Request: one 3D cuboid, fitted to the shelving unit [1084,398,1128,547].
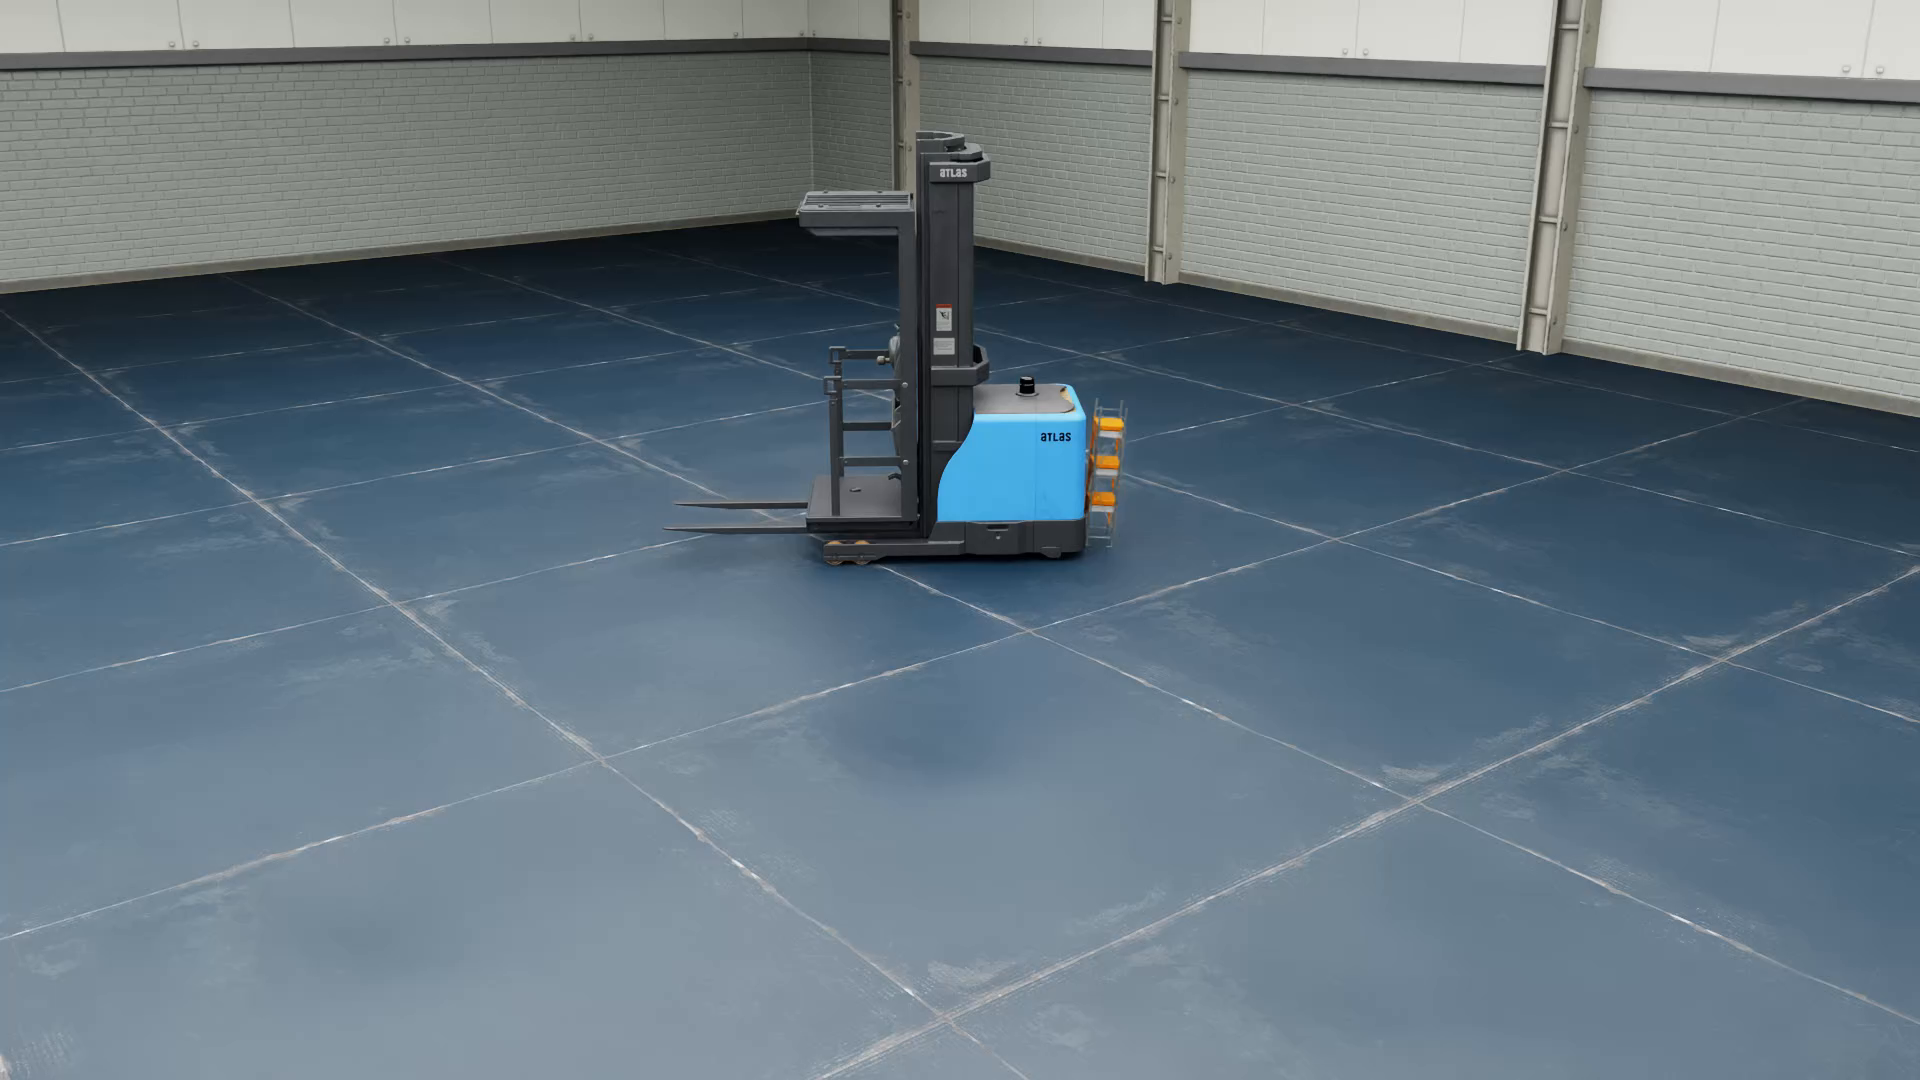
[{"bbox_3d":[1.052,-0.488,12.142,0.215,1.050,0.252,3,18,-4],"label":"shelving unit"}]

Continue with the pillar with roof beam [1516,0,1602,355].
[{"bbox_3d":[3.184,-5.577,14.889,9.100,9.000,0.400,-14,23,-36],"label":"pillar with roof beam"}]

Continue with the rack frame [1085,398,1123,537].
[{"bbox_3d":[1.047,-0.527,12.258,0.200,1.050,0.008,3,18,-4],"label":"rack frame"}]

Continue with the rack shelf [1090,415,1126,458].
[{"bbox_3d":[1.073,-0.747,12.057,0.215,0.259,0.240,3,18,-4],"label":"rack shelf"}]

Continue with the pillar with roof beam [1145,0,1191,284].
[{"bbox_3d":[-0.541,-7.055,19.354,9.100,9.000,0.400,-14,23,-36],"label":"pillar with roof beam"}]

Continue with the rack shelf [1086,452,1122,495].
[{"bbox_3d":[1.051,-0.478,12.145,0.215,0.259,0.240,3,18,-4],"label":"rack shelf"}]

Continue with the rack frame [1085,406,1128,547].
[{"bbox_3d":[1.058,-0.450,12.026,0.200,1.050,0.008,3,18,-4],"label":"rack frame"}]

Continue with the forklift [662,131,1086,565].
[{"bbox_3d":[-0.630,-1.384,11.880,3.031,2.935,1.130,-1,18,-2],"label":"forklift"}]

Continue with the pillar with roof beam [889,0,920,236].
[{"bbox_3d":[-4.266,-8.534,23.819,9.100,9.000,0.400,-14,23,-36],"label":"pillar with roof beam"}]

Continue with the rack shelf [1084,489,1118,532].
[{"bbox_3d":[1.030,-0.215,12.232,0.215,0.259,0.240,3,18,-4],"label":"rack shelf"}]
